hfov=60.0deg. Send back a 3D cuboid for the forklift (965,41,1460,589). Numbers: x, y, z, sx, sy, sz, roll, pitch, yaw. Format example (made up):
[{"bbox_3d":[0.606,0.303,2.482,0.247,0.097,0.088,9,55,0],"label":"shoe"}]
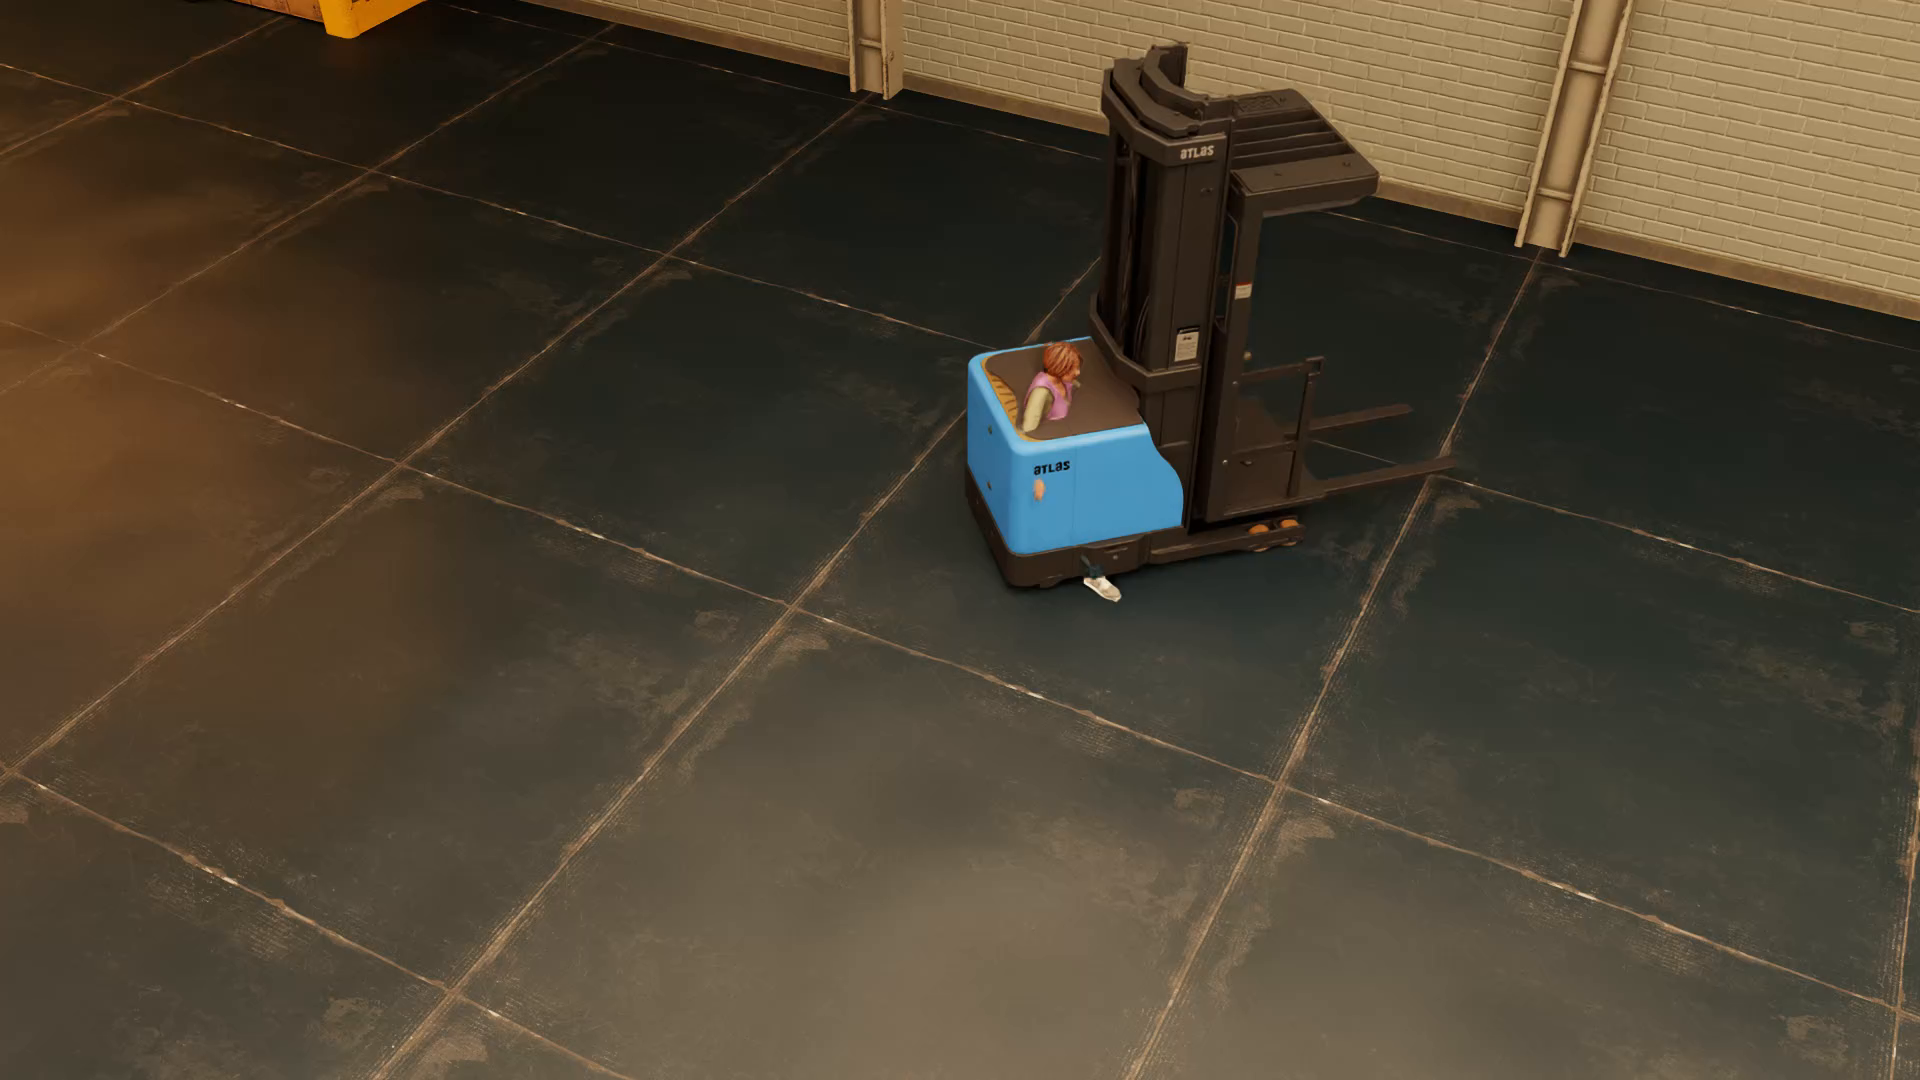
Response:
[{"bbox_3d":[1.608,-1.367,9.610,3.031,2.935,1.130,-11,41,-12],"label":"forklift"}]

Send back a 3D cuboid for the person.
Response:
[{"bbox_3d":[0.691,-0.419,9.615,0.710,1.484,0.720,14,42,16],"label":"person"}]
